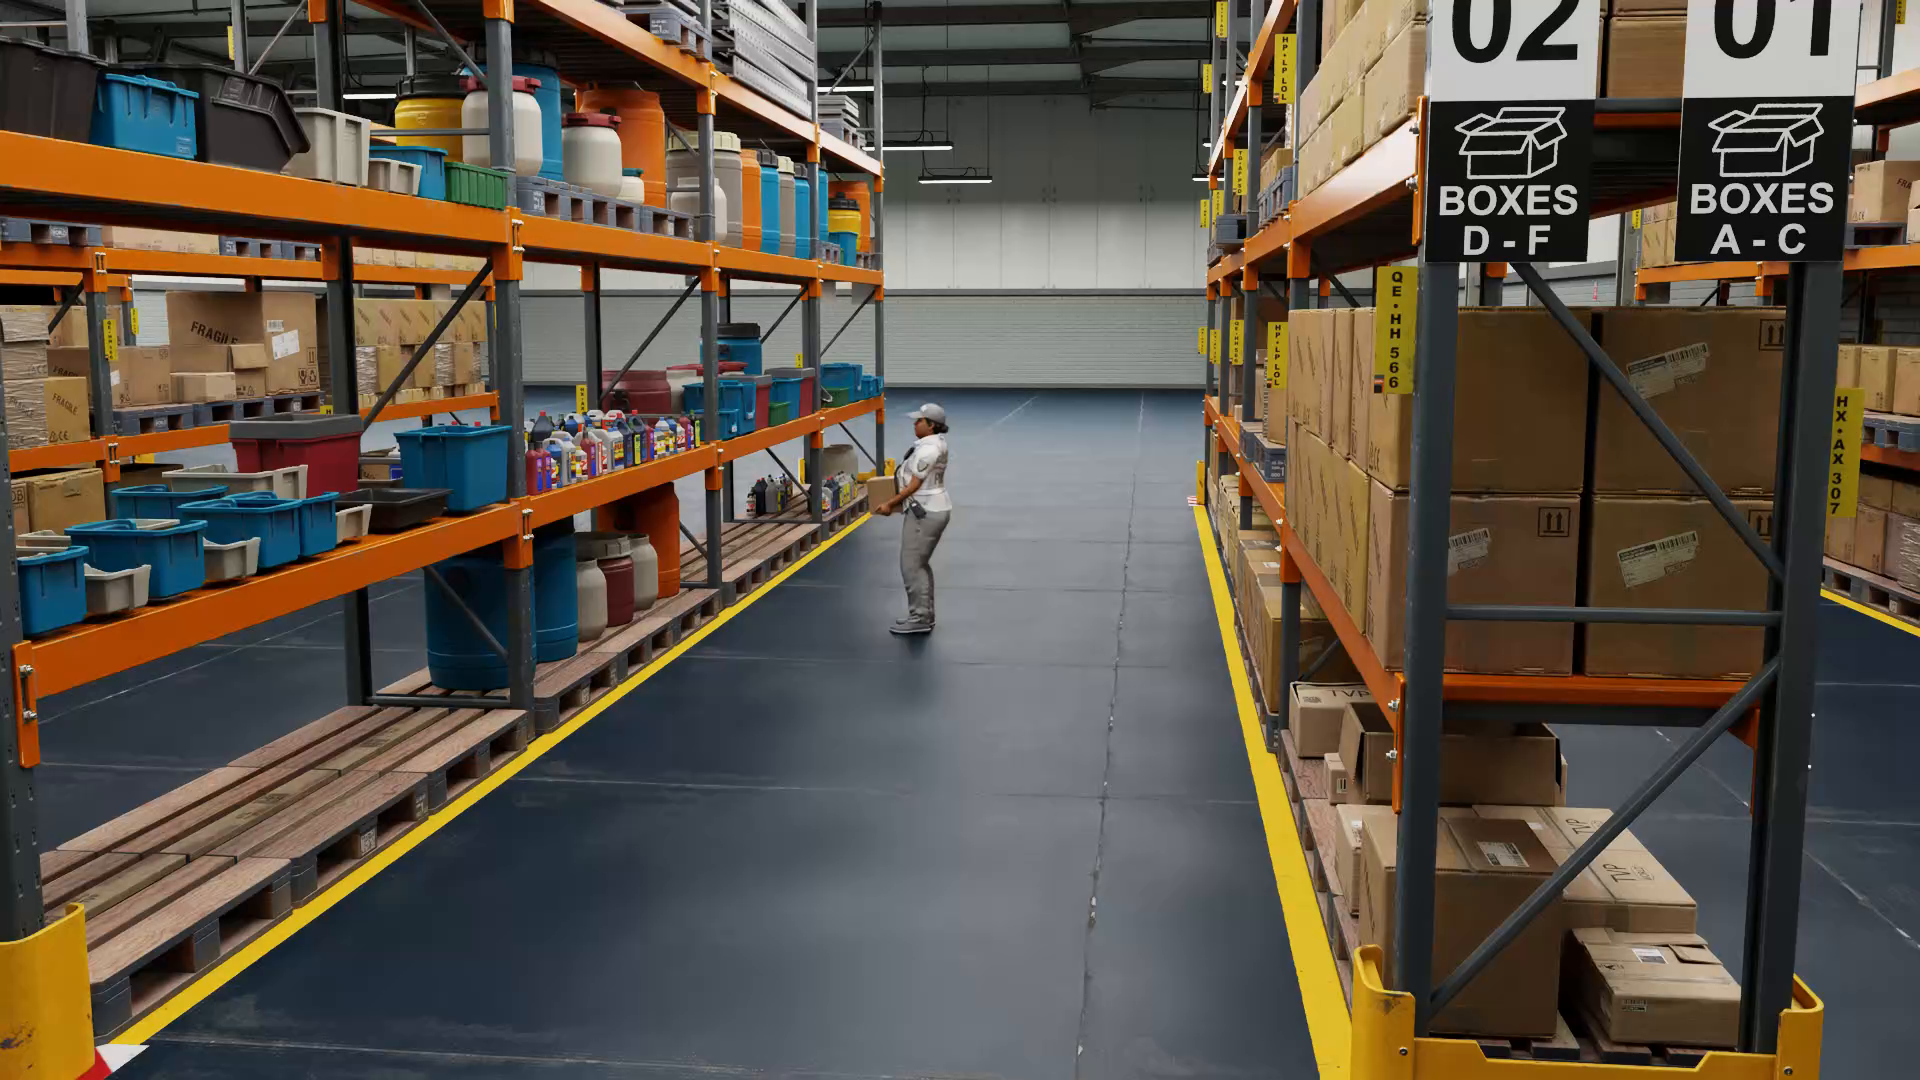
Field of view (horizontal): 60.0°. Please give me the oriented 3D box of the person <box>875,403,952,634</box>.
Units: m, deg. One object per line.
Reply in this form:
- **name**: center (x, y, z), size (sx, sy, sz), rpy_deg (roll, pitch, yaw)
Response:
- **person**: center (-0.329, -0.161, 12.019), size (0.534, 1.653, 0.452), rpy_deg (1, 8, 7)
